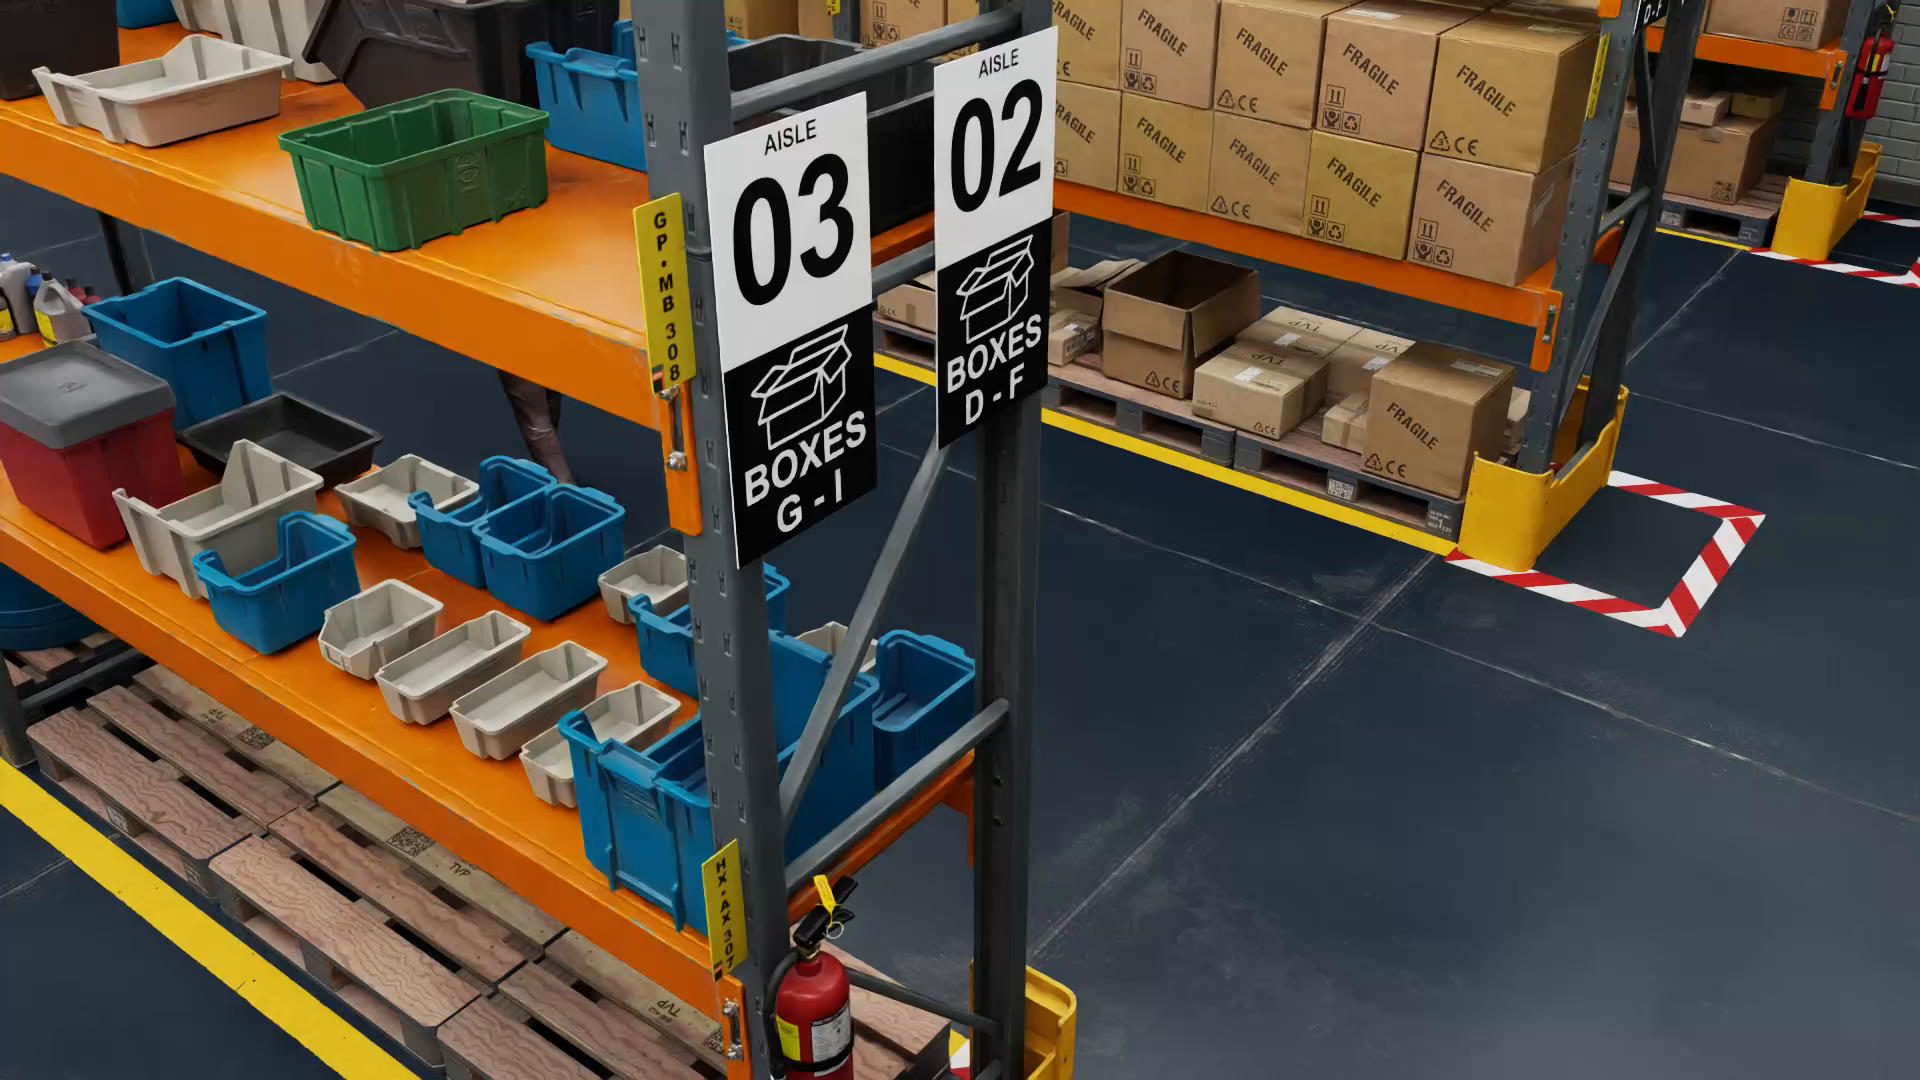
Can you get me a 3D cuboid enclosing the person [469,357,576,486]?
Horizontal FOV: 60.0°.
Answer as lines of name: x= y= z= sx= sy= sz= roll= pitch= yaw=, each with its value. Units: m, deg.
person: x=-2.024 y=-0.967 z=7.802 sx=0.575 sy=1.677 sz=1.053 roll=-18 pitch=35 yaw=-27
